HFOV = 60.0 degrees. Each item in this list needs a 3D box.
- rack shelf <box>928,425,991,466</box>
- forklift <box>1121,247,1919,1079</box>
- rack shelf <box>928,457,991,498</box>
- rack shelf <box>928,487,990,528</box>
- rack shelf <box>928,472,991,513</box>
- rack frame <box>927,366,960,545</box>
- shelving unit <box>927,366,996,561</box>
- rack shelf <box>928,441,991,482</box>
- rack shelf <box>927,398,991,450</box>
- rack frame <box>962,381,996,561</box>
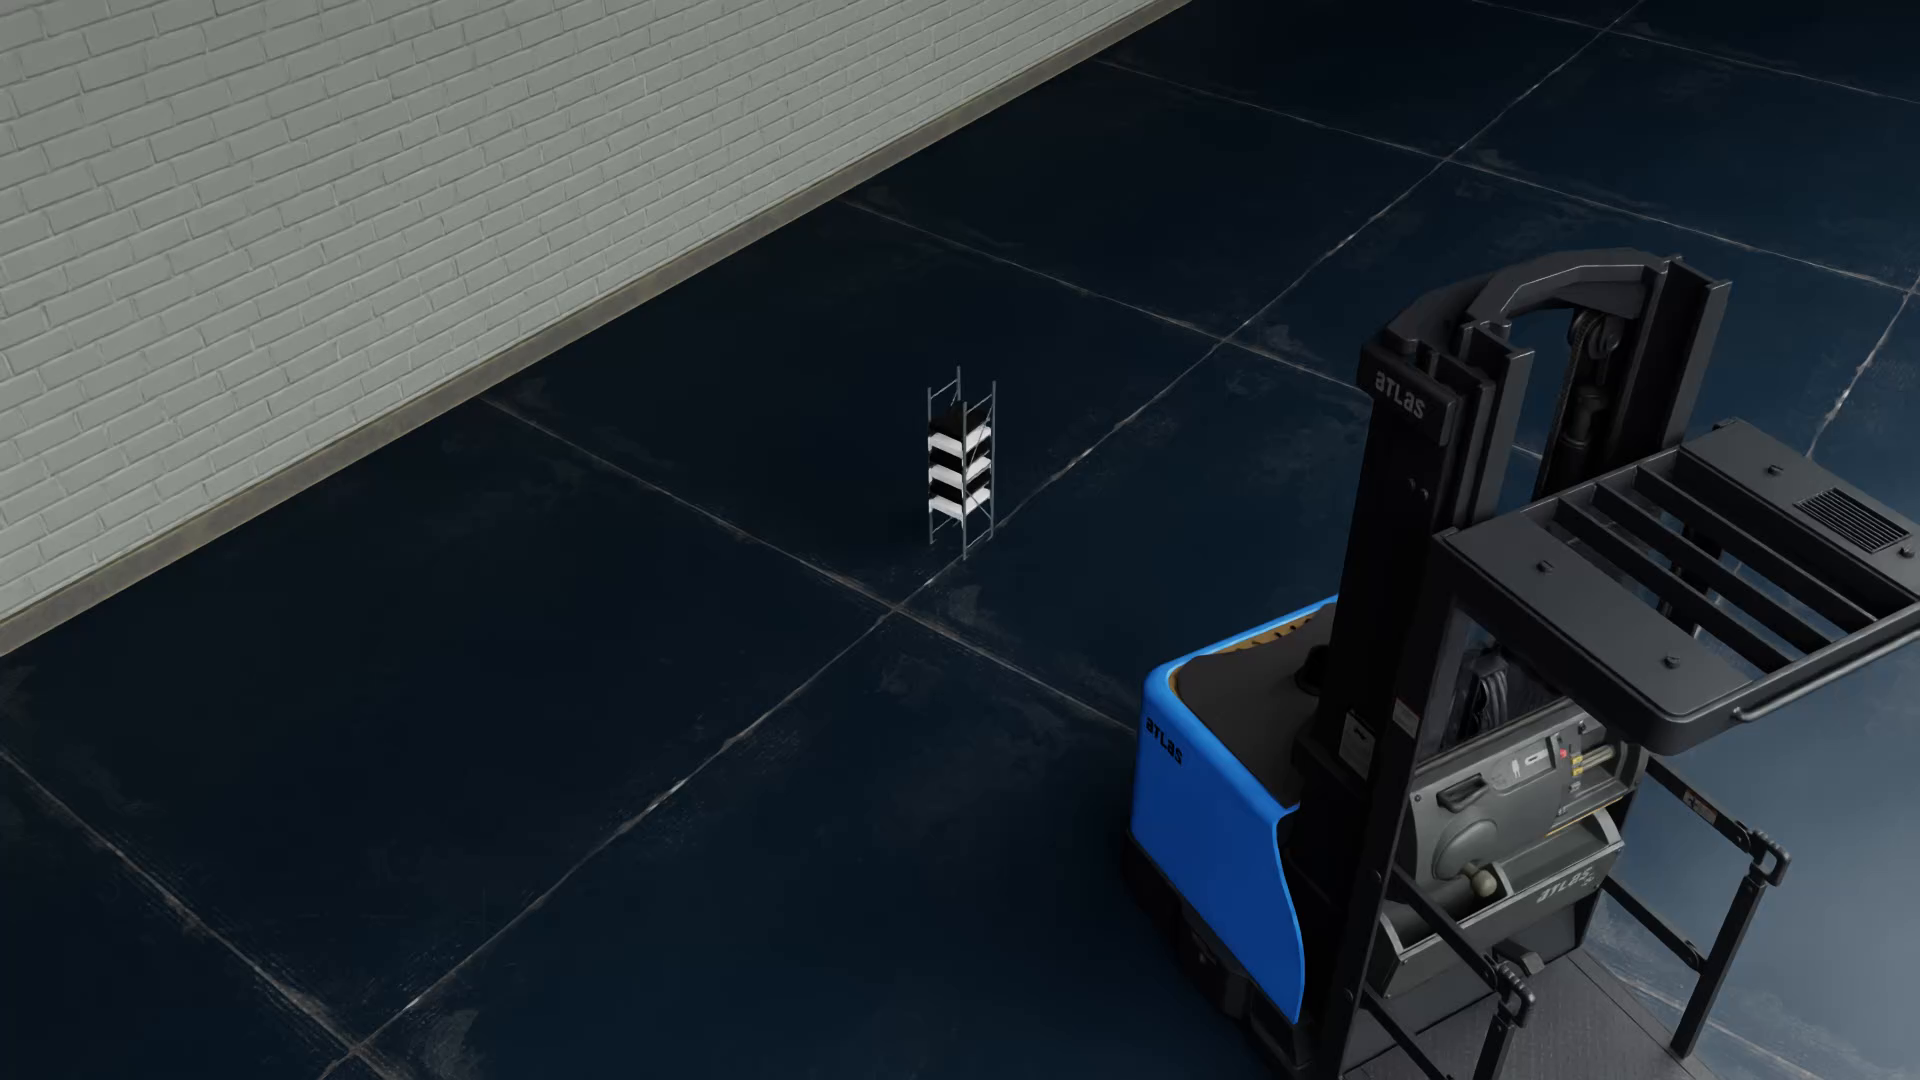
[{"bbox_3d":[0.006,-0.467,7.739,0.200,0.077,0.258,25,45,29],"label":"rack shelf"},{"bbox_3d":[1.779,0.797,4.715,1.130,2.935,3.031,-19,42,-23],"label":"forklift"},{"bbox_3d":[0.006,-0.325,7.850,0.200,0.077,0.258,25,45,29],"label":"rack shelf"},{"bbox_3d":[0.006,-0.183,7.961,0.200,0.077,0.258,25,45,29],"label":"rack shelf"},{"bbox_3d":[0.006,-0.254,7.905,0.200,0.077,0.258,25,45,29],"label":"rack shelf"},{"bbox_3d":[-0.074,-0.389,7.878,0.006,0.900,0.240,25,45,29],"label":"rack frame"},{"bbox_3d":[0.006,-0.351,7.829,0.210,0.900,0.258,25,45,29],"label":"shelving unit"},{"bbox_3d":[0.006,-0.396,7.795,0.200,0.077,0.258,25,45,29],"label":"rack shelf"},{"bbox_3d":[0.006,-0.538,7.684,0.200,0.077,0.258,25,45,29],"label":"rack shelf"},{"bbox_3d":[0.087,-0.313,7.781,0.006,0.900,0.240,25,45,29],"label":"rack frame"}]
